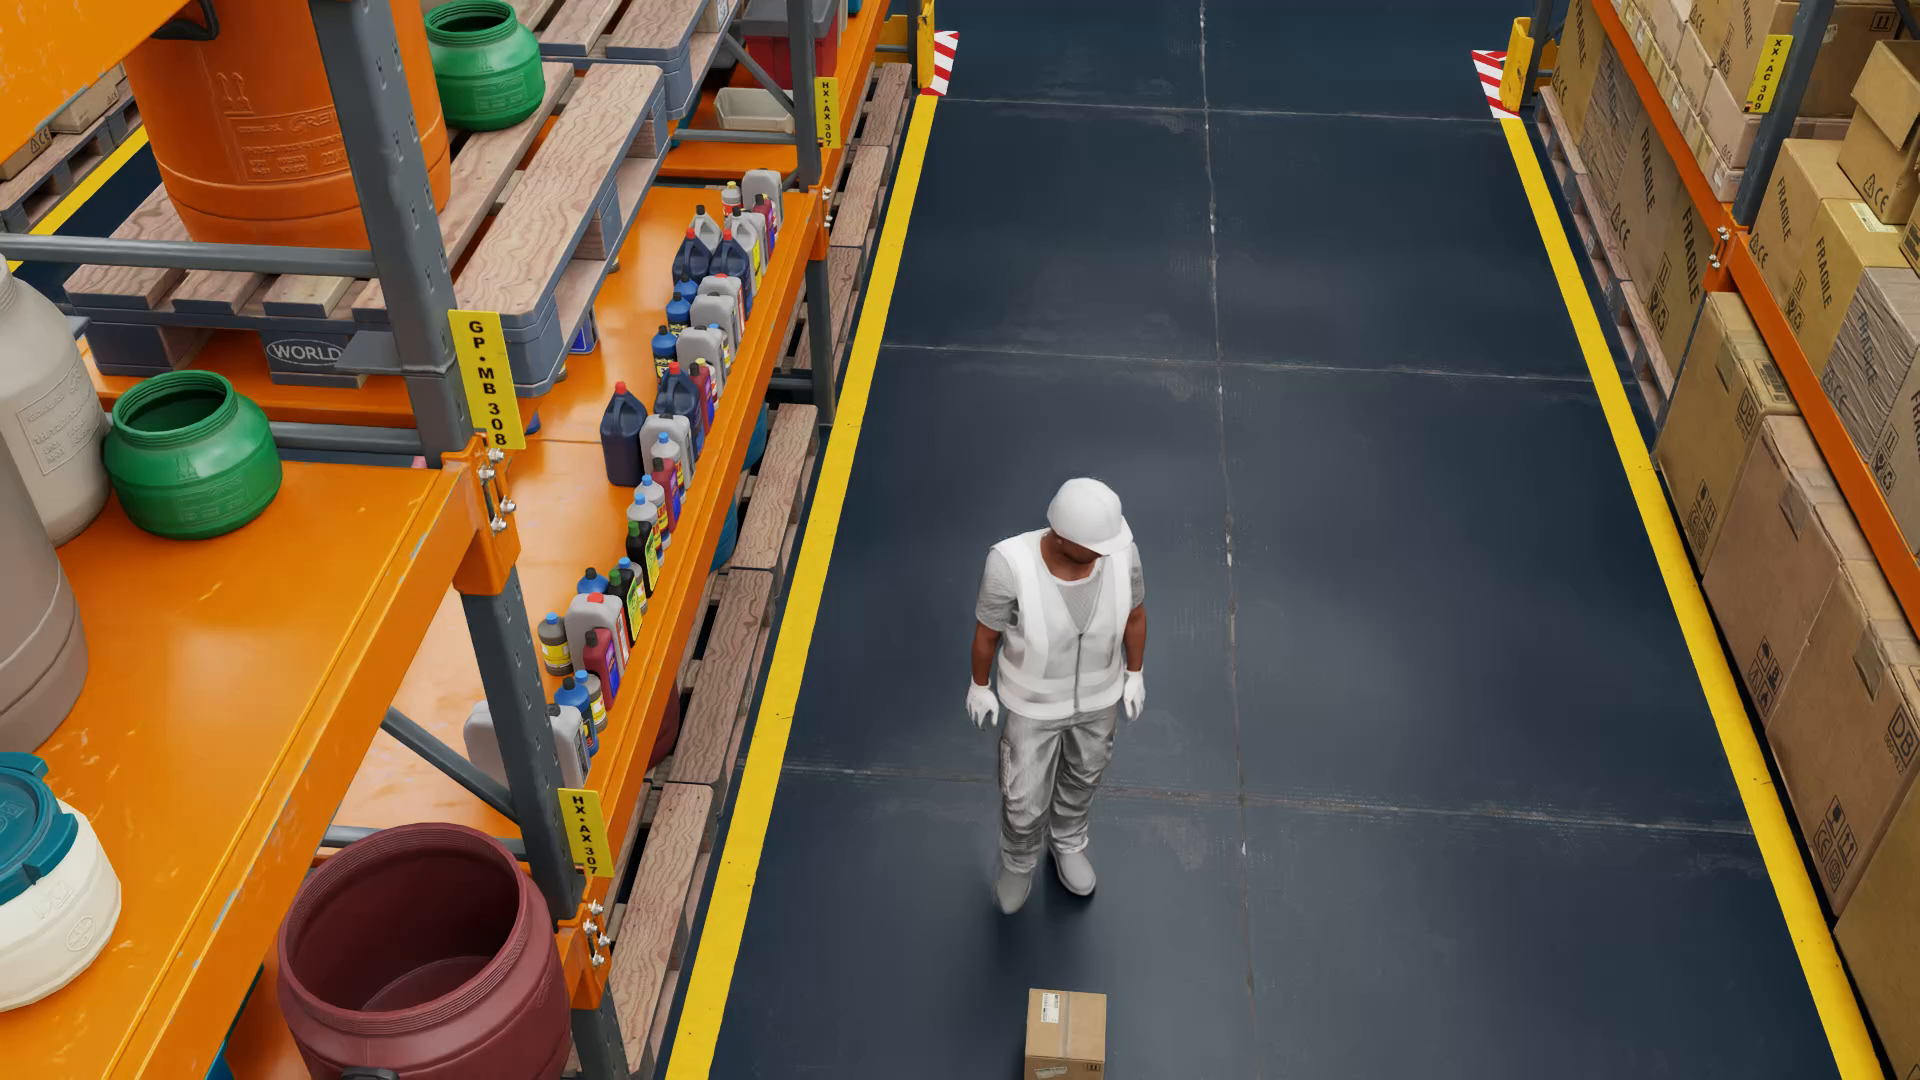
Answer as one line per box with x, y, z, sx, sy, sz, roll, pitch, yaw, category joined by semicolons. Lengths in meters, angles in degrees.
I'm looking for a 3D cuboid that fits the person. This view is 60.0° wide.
0.343;0.500;5.450;0.593;1.716;0.423;-12;41;-14;person
